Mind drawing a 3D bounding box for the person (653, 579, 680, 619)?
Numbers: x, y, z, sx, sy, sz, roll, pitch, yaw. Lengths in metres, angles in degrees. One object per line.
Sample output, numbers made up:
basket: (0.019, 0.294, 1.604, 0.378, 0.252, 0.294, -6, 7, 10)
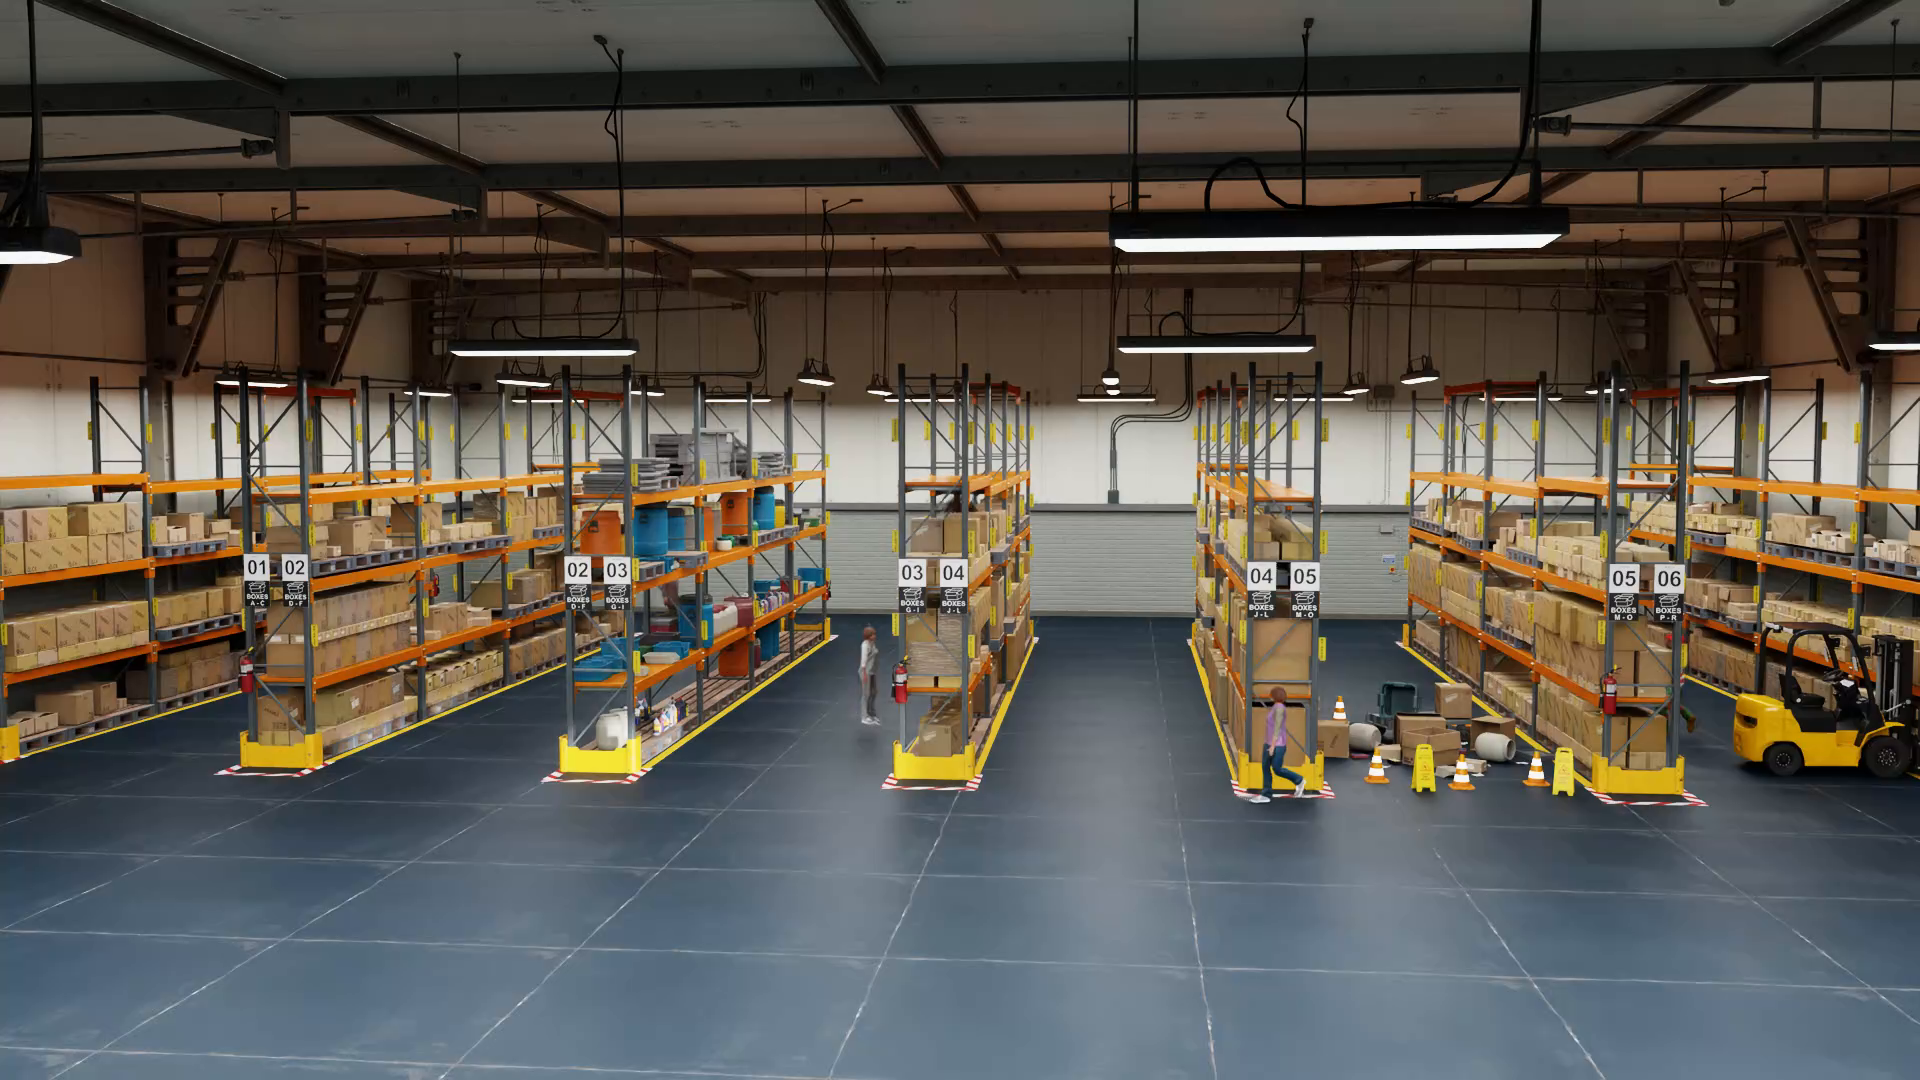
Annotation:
person: (-7.317, 1.420, 42.003, 0.809, 1.754, 0.642, 0, 4, 5)

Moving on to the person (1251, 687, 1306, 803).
person: (4.304, 2.763, 22.467, 0.716, 1.588, 0.378, -1, 4, -20)

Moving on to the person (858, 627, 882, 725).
person: (-1.515, 2.260, 27.549, 0.326, 1.662, 0.482, 1, 4, 18)

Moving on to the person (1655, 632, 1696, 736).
person: (11.725, 2.380, 27.396, 0.560, 1.747, 0.733, -2, 4, -27)
